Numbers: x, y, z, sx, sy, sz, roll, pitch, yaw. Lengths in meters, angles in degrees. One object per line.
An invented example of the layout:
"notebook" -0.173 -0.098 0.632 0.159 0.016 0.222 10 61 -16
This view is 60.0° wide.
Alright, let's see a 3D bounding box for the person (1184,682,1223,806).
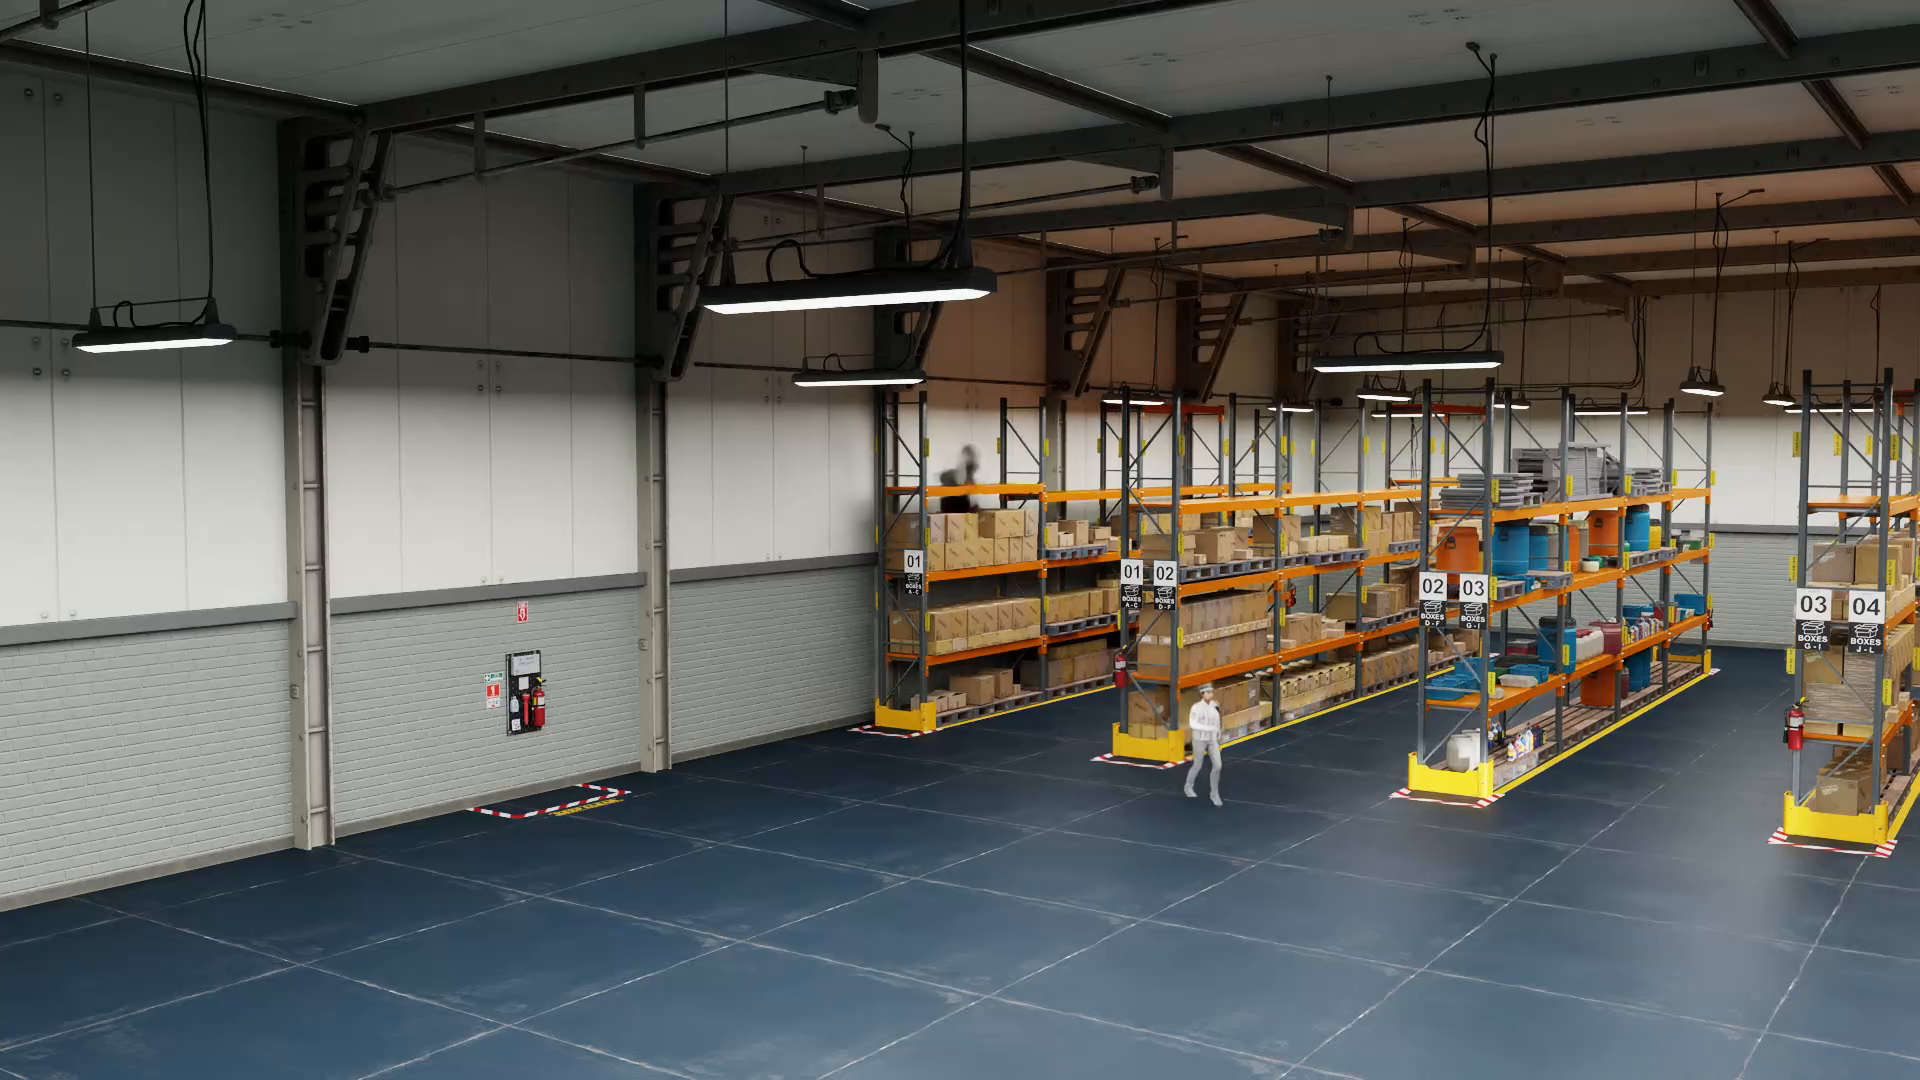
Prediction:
"person" 3.453 2.872 23.429 0.624 1.771 0.738 -2 4 -29
